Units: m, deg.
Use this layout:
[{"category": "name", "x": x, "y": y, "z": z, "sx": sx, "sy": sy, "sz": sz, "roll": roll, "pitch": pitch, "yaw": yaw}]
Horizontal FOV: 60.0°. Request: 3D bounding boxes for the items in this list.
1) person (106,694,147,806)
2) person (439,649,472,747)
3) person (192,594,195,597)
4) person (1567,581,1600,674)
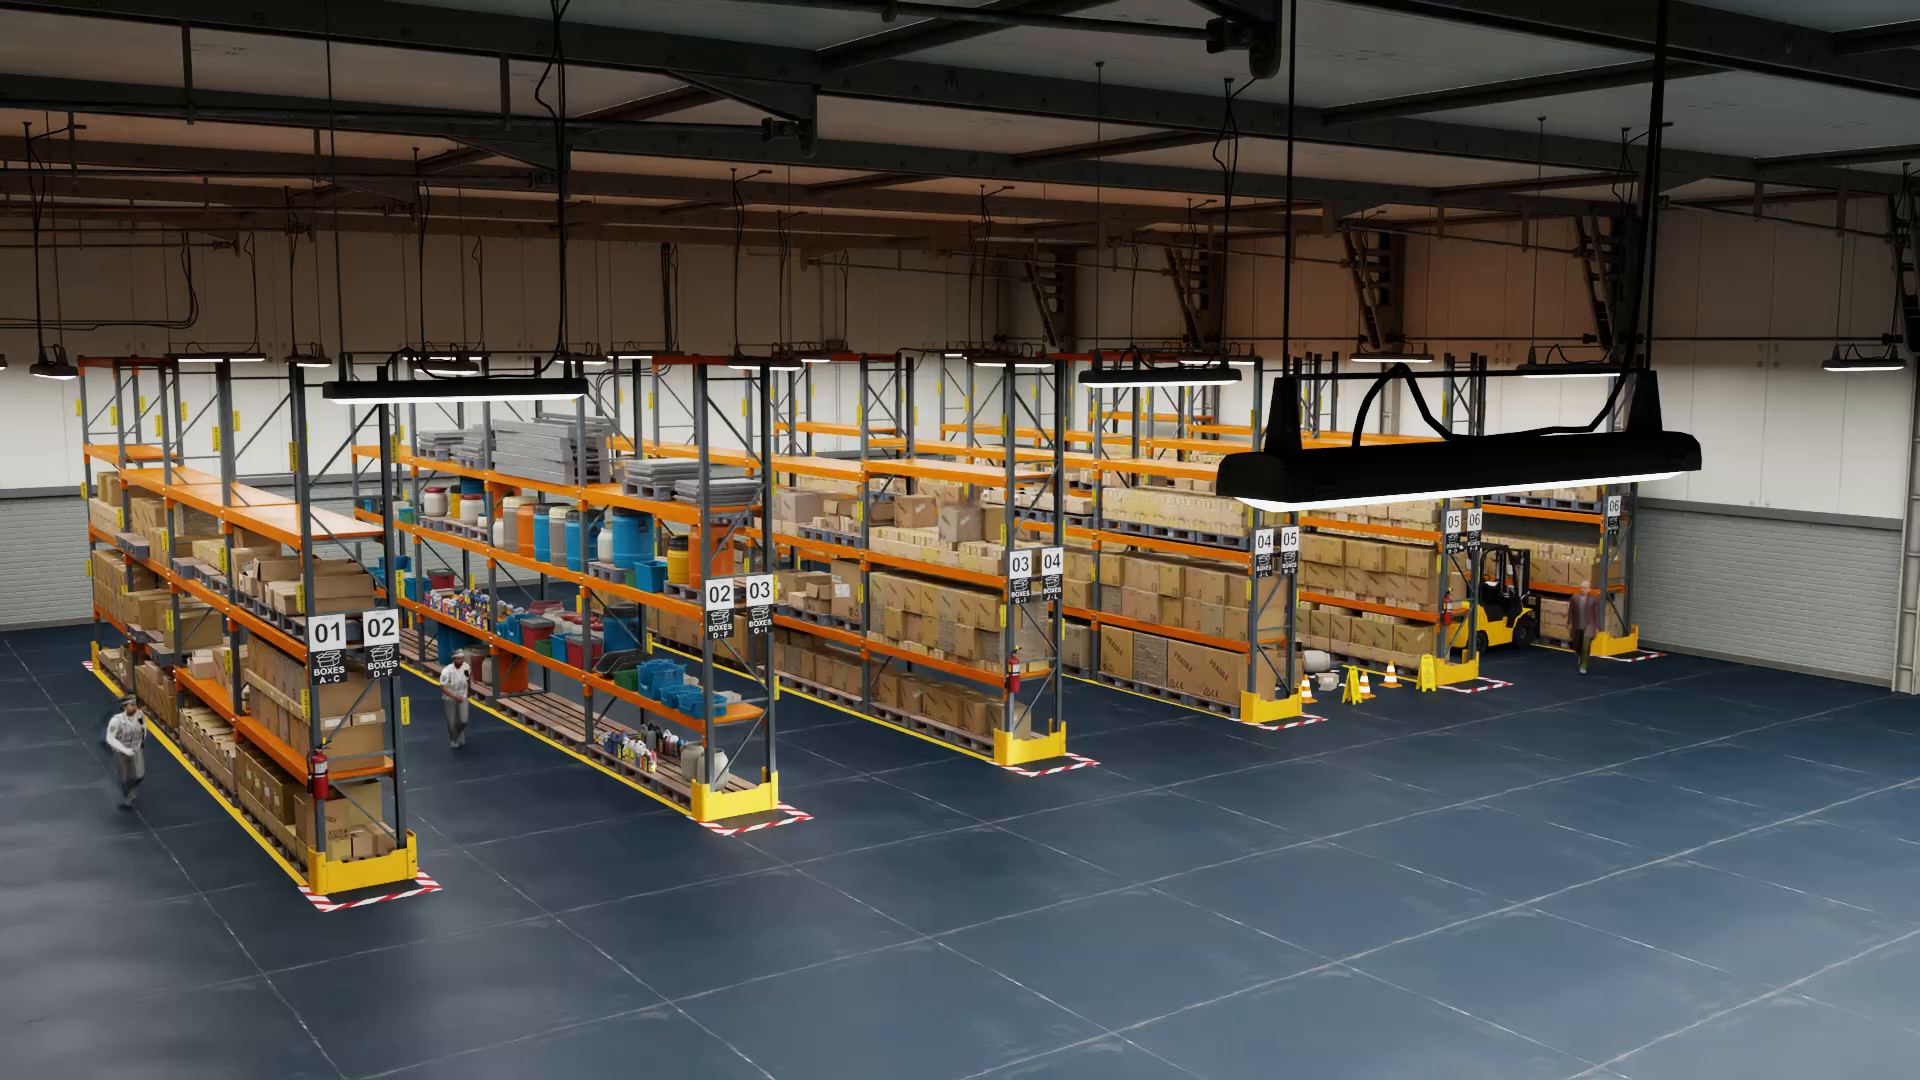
[{"category": "person", "x": -11.223, "y": 2.828, "z": 22.426, "sx": 0.567, "sy": 1.594, "sz": 0.639, "roll": -5, "pitch": 9, "yaw": -36}, {"category": "person", "x": -7.775, "y": 2.433, "z": 25.650, "sx": 0.533, "sy": 1.608, "sz": 0.738, "roll": -3, "pitch": 8, "yaw": -25}, {"category": "person", "x": -16.687, "y": 1.142, "z": 35.537, "sx": 0.643, "sy": 1.717, "sz": 1.114, "roll": -6, "pitch": 9, "yaw": -39}, {"category": "person", "x": 11.871, "y": 1.627, "z": 31.631, "sx": 0.595, "sy": 1.742, "sz": 0.984, "roll": 5, "pitch": 8, "yaw": 34}]
